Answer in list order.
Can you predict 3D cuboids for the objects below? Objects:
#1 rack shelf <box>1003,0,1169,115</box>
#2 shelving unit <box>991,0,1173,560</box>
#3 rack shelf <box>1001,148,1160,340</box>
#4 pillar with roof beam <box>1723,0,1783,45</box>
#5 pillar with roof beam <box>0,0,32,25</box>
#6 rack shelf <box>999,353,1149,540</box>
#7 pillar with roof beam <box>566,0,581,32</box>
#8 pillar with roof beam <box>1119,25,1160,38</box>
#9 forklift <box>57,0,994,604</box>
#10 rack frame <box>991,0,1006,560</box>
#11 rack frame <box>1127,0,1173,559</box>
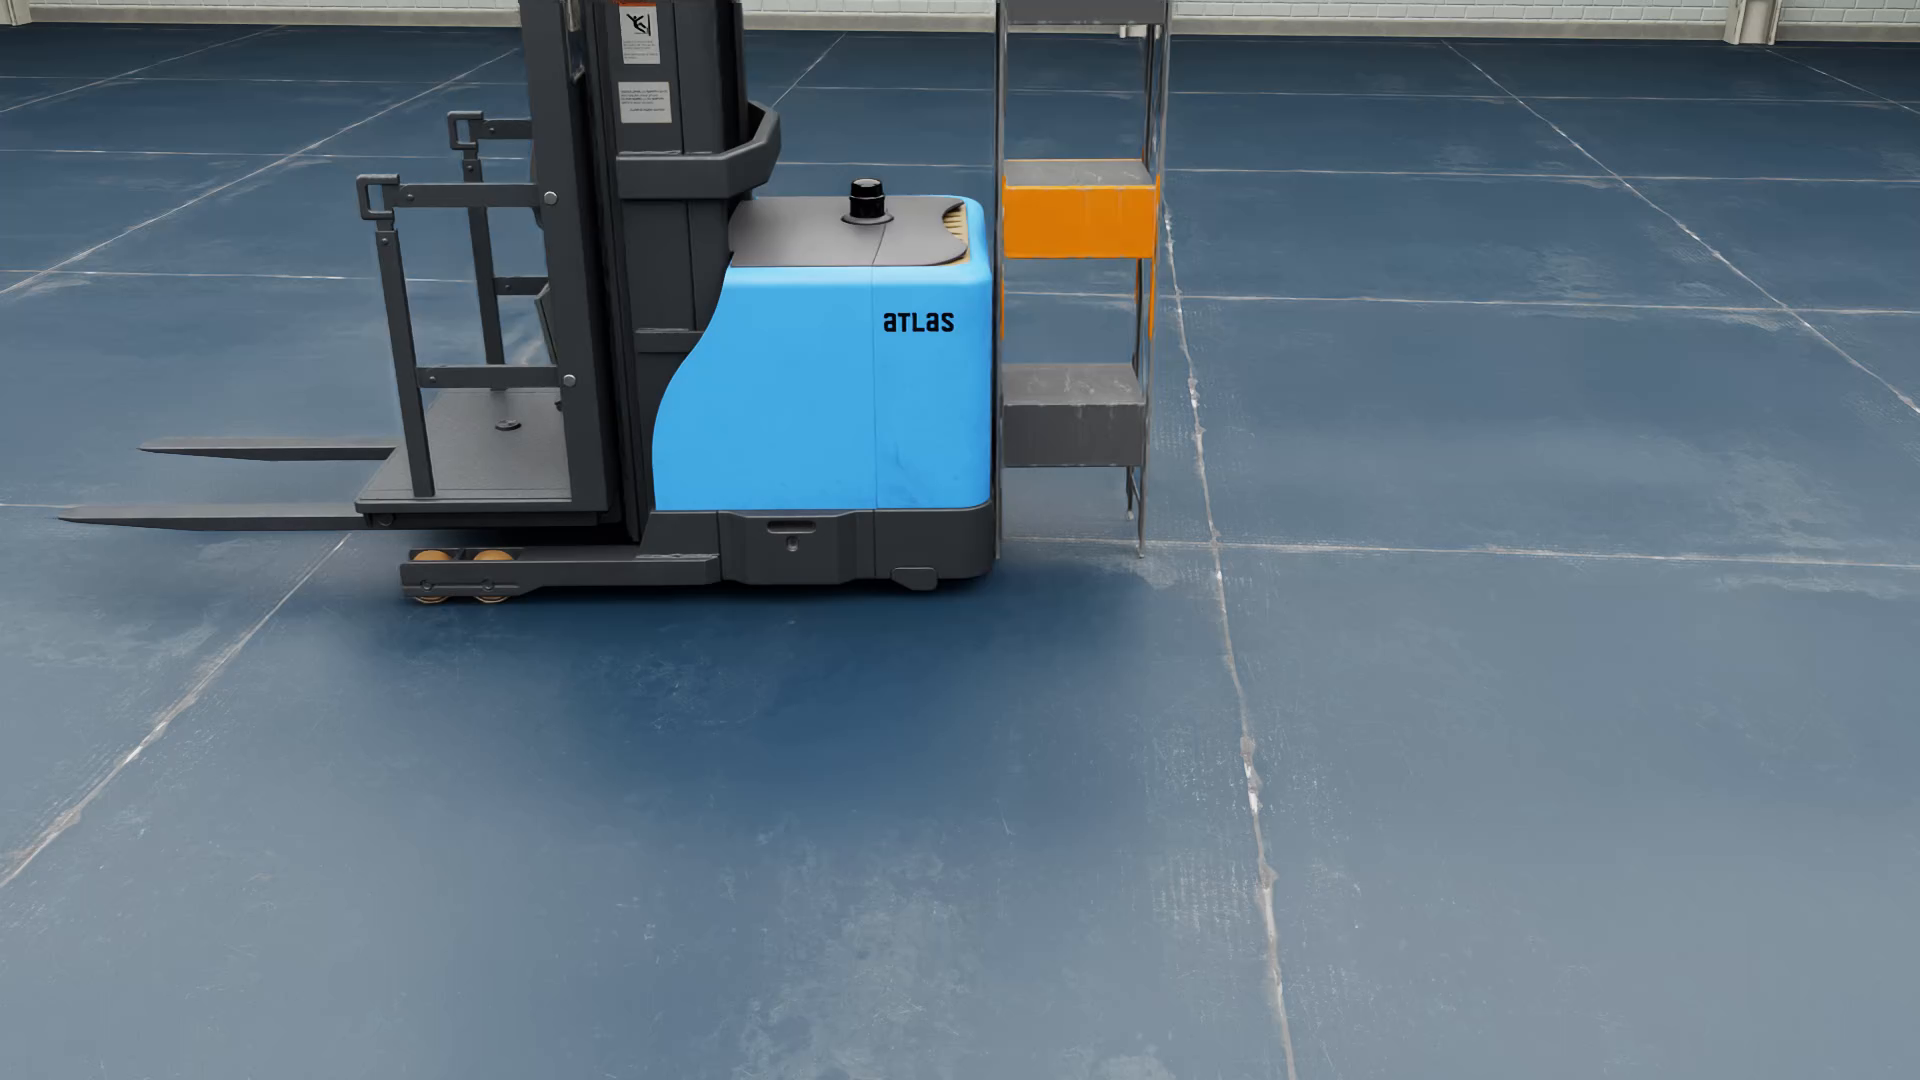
[{"bbox_3d":[0.366,-1.595,5.062,0.480,0.518,0.431,0,25,-1],"label":"rack shelf"},{"bbox_3d":[0.366,-0.971,5.348,0.503,2.100,0.431,0,25,-1],"label":"shelving unit"},{"bbox_3d":[0.366,-0.959,5.354,0.480,0.518,0.431,0,25,-1],"label":"rack shelf"},{"bbox_3d":[7.472,-7.222,10.681,0.400,9.000,9.100,2,25,4],"label":"pillar with roof beam"},{"bbox_3d":[-10.475,-7.798,11.932,0.400,9.000,9.100,2,25,4],"label":"pillar with roof beam"},{"bbox_3d":[0.366,-0.323,5.647,0.480,0.518,0.431,0,25,-1],"label":"rack shelf"},{"bbox_3d":[-4.493,-7.606,11.515,0.400,9.000,9.100,2,25,4],"label":"pillar with roof beam"},{"bbox_3d":[1.489,-7.414,11.098,0.400,9.000,9.100,2,25,4],"label":"pillar with roof beam"},{"bbox_3d":[-1.414,-1.352,5.181,3.031,2.935,1.130,0,25,-1],"label":"forklift"},{"bbox_3d":[0.122,-0.969,5.345,0.015,2.100,0.400,0,25,-1],"label":"rack frame"},{"bbox_3d":[0.610,-0.973,5.352,0.015,2.100,0.400,0,25,-1],"label":"rack frame"}]
